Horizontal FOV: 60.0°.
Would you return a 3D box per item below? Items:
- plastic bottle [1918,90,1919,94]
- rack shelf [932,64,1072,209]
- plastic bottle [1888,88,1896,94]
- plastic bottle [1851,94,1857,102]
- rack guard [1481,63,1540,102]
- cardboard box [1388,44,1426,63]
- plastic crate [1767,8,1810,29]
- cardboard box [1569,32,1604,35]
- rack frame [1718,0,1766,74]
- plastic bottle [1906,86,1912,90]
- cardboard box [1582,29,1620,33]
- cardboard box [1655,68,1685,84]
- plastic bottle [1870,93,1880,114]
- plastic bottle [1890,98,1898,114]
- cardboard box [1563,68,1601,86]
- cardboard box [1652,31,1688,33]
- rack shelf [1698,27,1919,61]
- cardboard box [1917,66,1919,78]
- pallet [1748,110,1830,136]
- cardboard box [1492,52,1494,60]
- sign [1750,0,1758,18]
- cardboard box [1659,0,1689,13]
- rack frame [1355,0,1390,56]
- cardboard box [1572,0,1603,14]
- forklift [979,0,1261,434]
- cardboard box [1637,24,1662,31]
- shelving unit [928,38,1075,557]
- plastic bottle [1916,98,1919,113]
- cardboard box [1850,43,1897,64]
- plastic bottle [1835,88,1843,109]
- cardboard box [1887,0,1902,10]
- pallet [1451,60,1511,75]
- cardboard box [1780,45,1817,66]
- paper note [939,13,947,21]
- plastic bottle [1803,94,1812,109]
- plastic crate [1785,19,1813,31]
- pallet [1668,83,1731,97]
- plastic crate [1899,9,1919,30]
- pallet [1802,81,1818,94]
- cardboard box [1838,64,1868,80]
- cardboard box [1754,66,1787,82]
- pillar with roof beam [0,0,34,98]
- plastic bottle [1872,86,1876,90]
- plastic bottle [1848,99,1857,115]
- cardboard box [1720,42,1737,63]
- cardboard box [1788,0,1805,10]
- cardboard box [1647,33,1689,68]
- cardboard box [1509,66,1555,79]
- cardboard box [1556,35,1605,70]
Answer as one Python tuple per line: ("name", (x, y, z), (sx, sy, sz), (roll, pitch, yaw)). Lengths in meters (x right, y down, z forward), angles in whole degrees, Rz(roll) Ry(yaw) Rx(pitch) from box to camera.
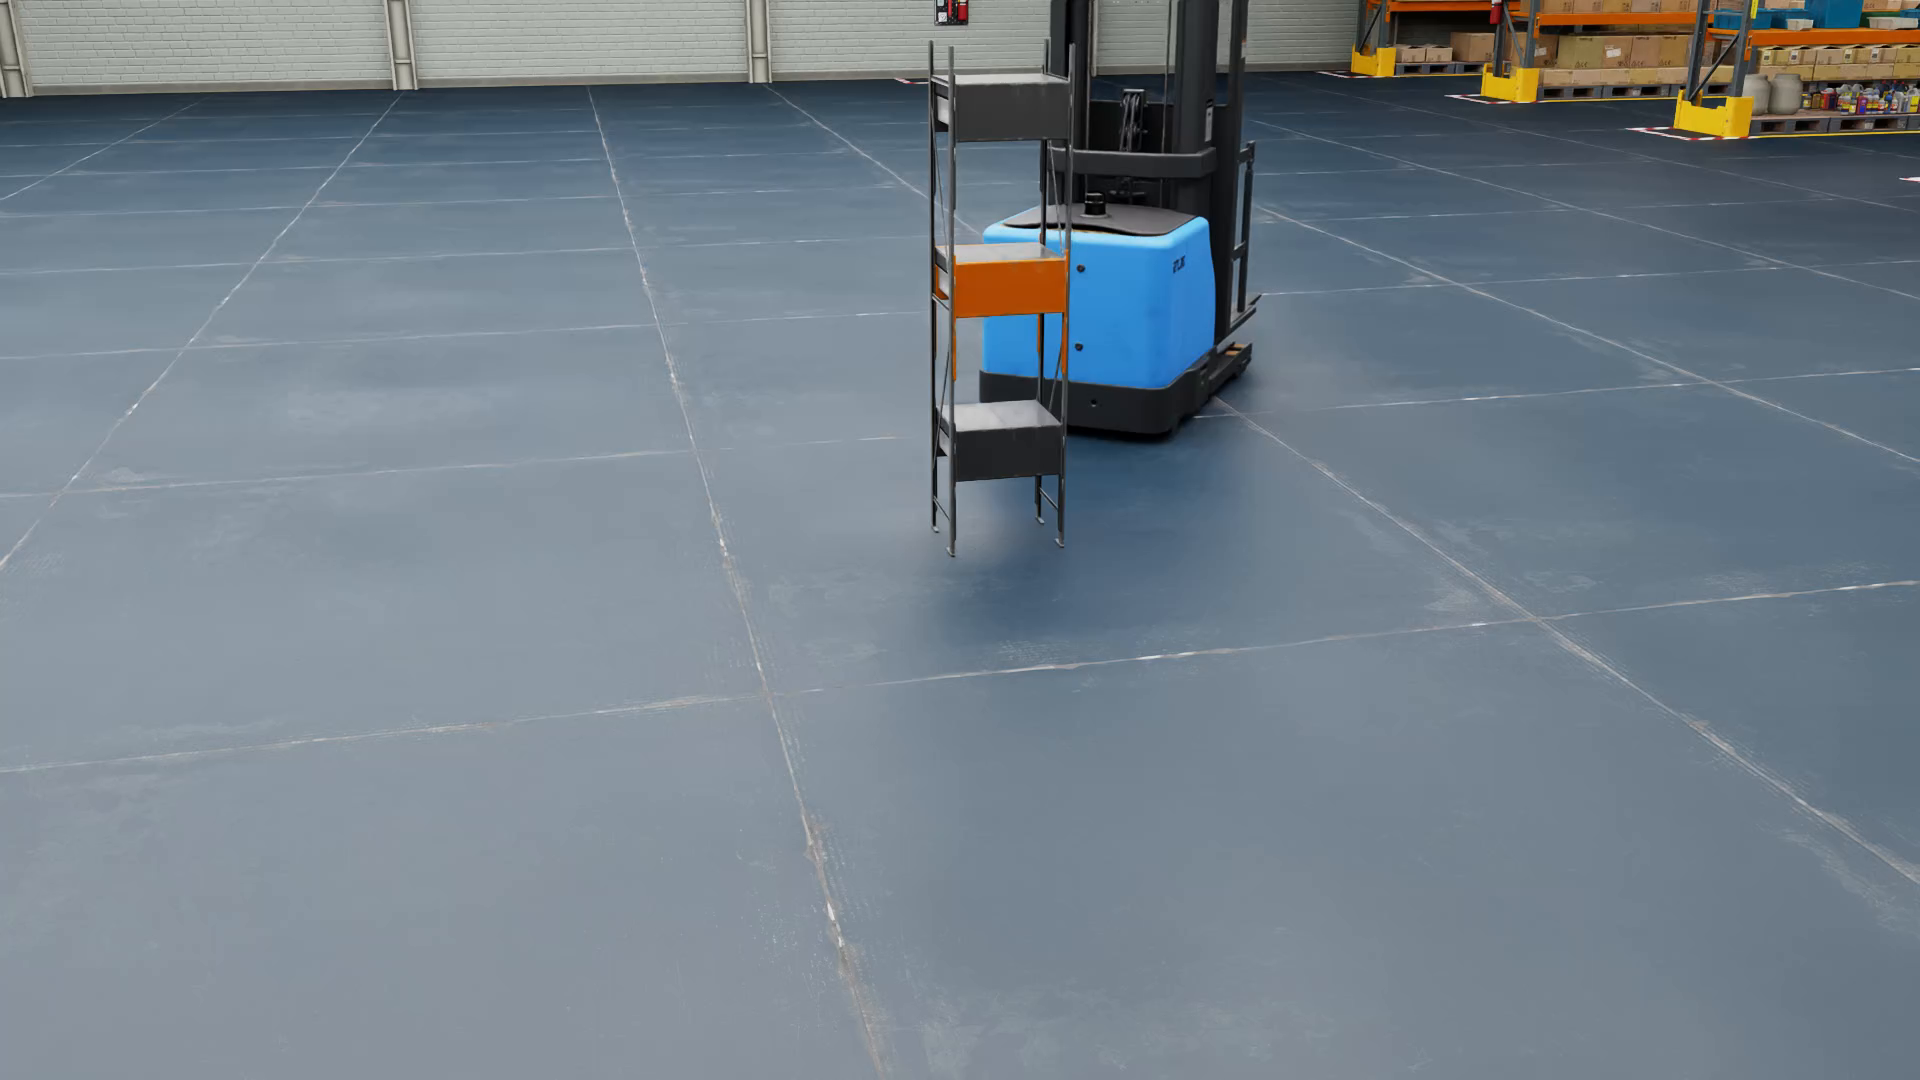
("plastic bottle", (13.014, -5.950, 22.517), (0.135, 0.276, 0.152), (-5, 21, -12))
("rack shelf", (0.161, -1.644, 6.753), (0.480, 0.518, 0.431), (-5, 21, -12))
("plastic bottle", (12.825, -6.086, 22.895), (0.097, 0.271, 0.097), (0, 20, 0))
("plastic bottle", (12.230, -6.005, 22.775), (0.097, 0.201, 0.097), (0, 20, 0))
("rack guard", (8.767, -7.303, 26.526), (0.348, 0.500, 1.175), (-5, 21, -12))
("cardboard box", (8.341, -9.106, 31.081), (0.500, 0.311, 0.500), (-7, 21, -19))
("plastic crate", (10.978, -6.940, 22.116), (0.408, 0.251, 0.499), (-5, 21, -12))
("cardboard box", (10.214, -7.963, 26.990), (0.500, 0.500, 0.500), (-5, 21, -12))
("rack frame", (12.683, -8.796, 26.965), (0.127, 3.000, 1.000), (-5, 21, -12))
("plastic bottle", (13.100, -6.152, 23.068), (0.135, 0.276, 0.152), (-4, 20, -11))
("cardboard box", (12.252, -9.550, 32.019), (0.500, 0.500, 0.700), (-4, 20, -11))
("cardboard box", (11.310, -7.511, 26.845), (0.500, 0.250, 0.500), (-5, 21, -12))
("plastic bottle", (12.194, -5.820, 22.170), (0.097, 0.271, 0.097), (0, 20, 0))
("plastic bottle", (12.490, -5.812, 22.248), (0.097, 0.201, 0.097), (0, 20, 0))
("cardboard box", (9.849, -7.394, 26.526), (0.500, 0.250, 0.500), (-5, 21, -12))
("cardboard box", (11.675, -8.080, 27.308), (0.500, 0.500, 0.500), (-5, 21, -12))
("rack shelf", (11.873, -6.641, 22.130), (4.000, 0.370, 1.077), (-5, 21, -12))
("cardboard box", (16.120, -7.895, 27.894), (0.500, 0.250, 0.500), (-4, 21, -11))
("pallet", (10.782, -5.596, 22.283), (1.213, 0.211, 1.003), (-5, 21, -12))
("cardboard box", (9.979, -9.202, 31.578), (0.250, 0.149, 0.380), (-6, 21, -17))
("sign", (10.049, -6.766, 21.022), (0.005, 0.325, 0.100), (-5, 21, -12))
("cardboard box", (11.252, -8.723, 26.622), (0.500, 0.500, 0.700), (-4, 21, -12))
("rack frame", (7.647, -10.137, 30.627), (0.127, 3.000, 1.000), (-5, 21, -12))
("cardboard box", (9.758, -8.602, 26.291), (0.500, 0.500, 0.700), (-4, 21, -11))
("forklift", (1.136, -2.395, 9.591), (1.130, 2.935, 3.031), (8, 22, 21))
("cardboard box", (13.185, -9.981, 32.105), (0.500, 0.250, 0.500), (-5, 21, -14))
("shelving unit", (0.161, -0.999, 6.989), (0.503, 2.100, 0.431), (-5, 21, -12))
("plastic bottle", (12.923, -5.879, 22.312), (0.133, 0.283, 0.061), (-3, 20, -9))
("cardboard box", (15.127, -8.076, 27.571), (0.500, 0.311, 0.500), (-5, 21, -13))
("plastic bottle", (12.000, -6.062, 22.823), (0.135, 0.276, 0.152), (-5, 21, -14))
("cardboard box", (15.348, -8.875, 27.546), (0.250, 0.149, 0.380), (-3, 20, -8))
("pallet", (9.705, -8.981, 31.526), (1.213, 0.211, 1.003), (-5, 21, -12))
("cardboard box", (13.631, -7.952, 27.234), (0.500, 0.311, 0.500), (-5, 21, -13))
("paper note", (-0.312, -9.420, 29.949), (0.142, 0.148, 0.016), (-5, 21, -12))
("plastic bottle", (11.613, -6.005, 22.777), (0.097, 0.201, 0.097), (0, 20, 0))
("plastic crate", (10.872, -6.660, 21.518), (0.250, 0.136, 0.298), (-5, 21, -12))
("pallet", (11.900, -7.438, 27.311), (1.213, 0.211, 1.003), (-5, 21, -12))
("plastic crate", (12.805, -6.889, 21.976), (0.616, 0.251, 0.499), (-5, 21, -12))
("pallet", (13.391, -7.558, 27.640), (1.213, 0.211, 1.003), (-5, 21, -12))
("cardboard box", (14.629, -7.773, 27.559), (0.500, 0.250, 0.500), (-4, 21, -11))
("cardboard box", (13.133, -7.651, 27.227), (0.500, 0.250, 0.500), (-5, 21, -14))
("pillar with roof beam", (-14.236, -9.958, 21.417), (0.400, 9.000, 9.100), (-5, 21, -12))
("plastic bottle", (12.584, -6.129, 22.996), (0.133, 0.283, 0.061), (-4, 20, -10))
("plastic bottle", (11.864, -5.761, 22.109), (0.097, 0.201, 0.097), (0, 20, 0))
("cardboard box", (13.011, -8.093, 27.619), (0.500, 0.311, 0.500), (-5, 21, -12))
("cardboard box", (13.593, -8.679, 27.013), (0.250, 0.149, 0.380), (-5, 21, -12))
("cardboard box", (11.307, -7.868, 26.728), (0.500, 0.500, 0.500), (-5, 21, -12))
("cardboard box", (9.244, -7.527, 26.887), (0.500, 0.250, 0.500), (-5, 21, -12))
("cardboard box", (9.850, -7.746, 26.395), (0.500, 0.500, 0.500), (-5, 21, -12))
